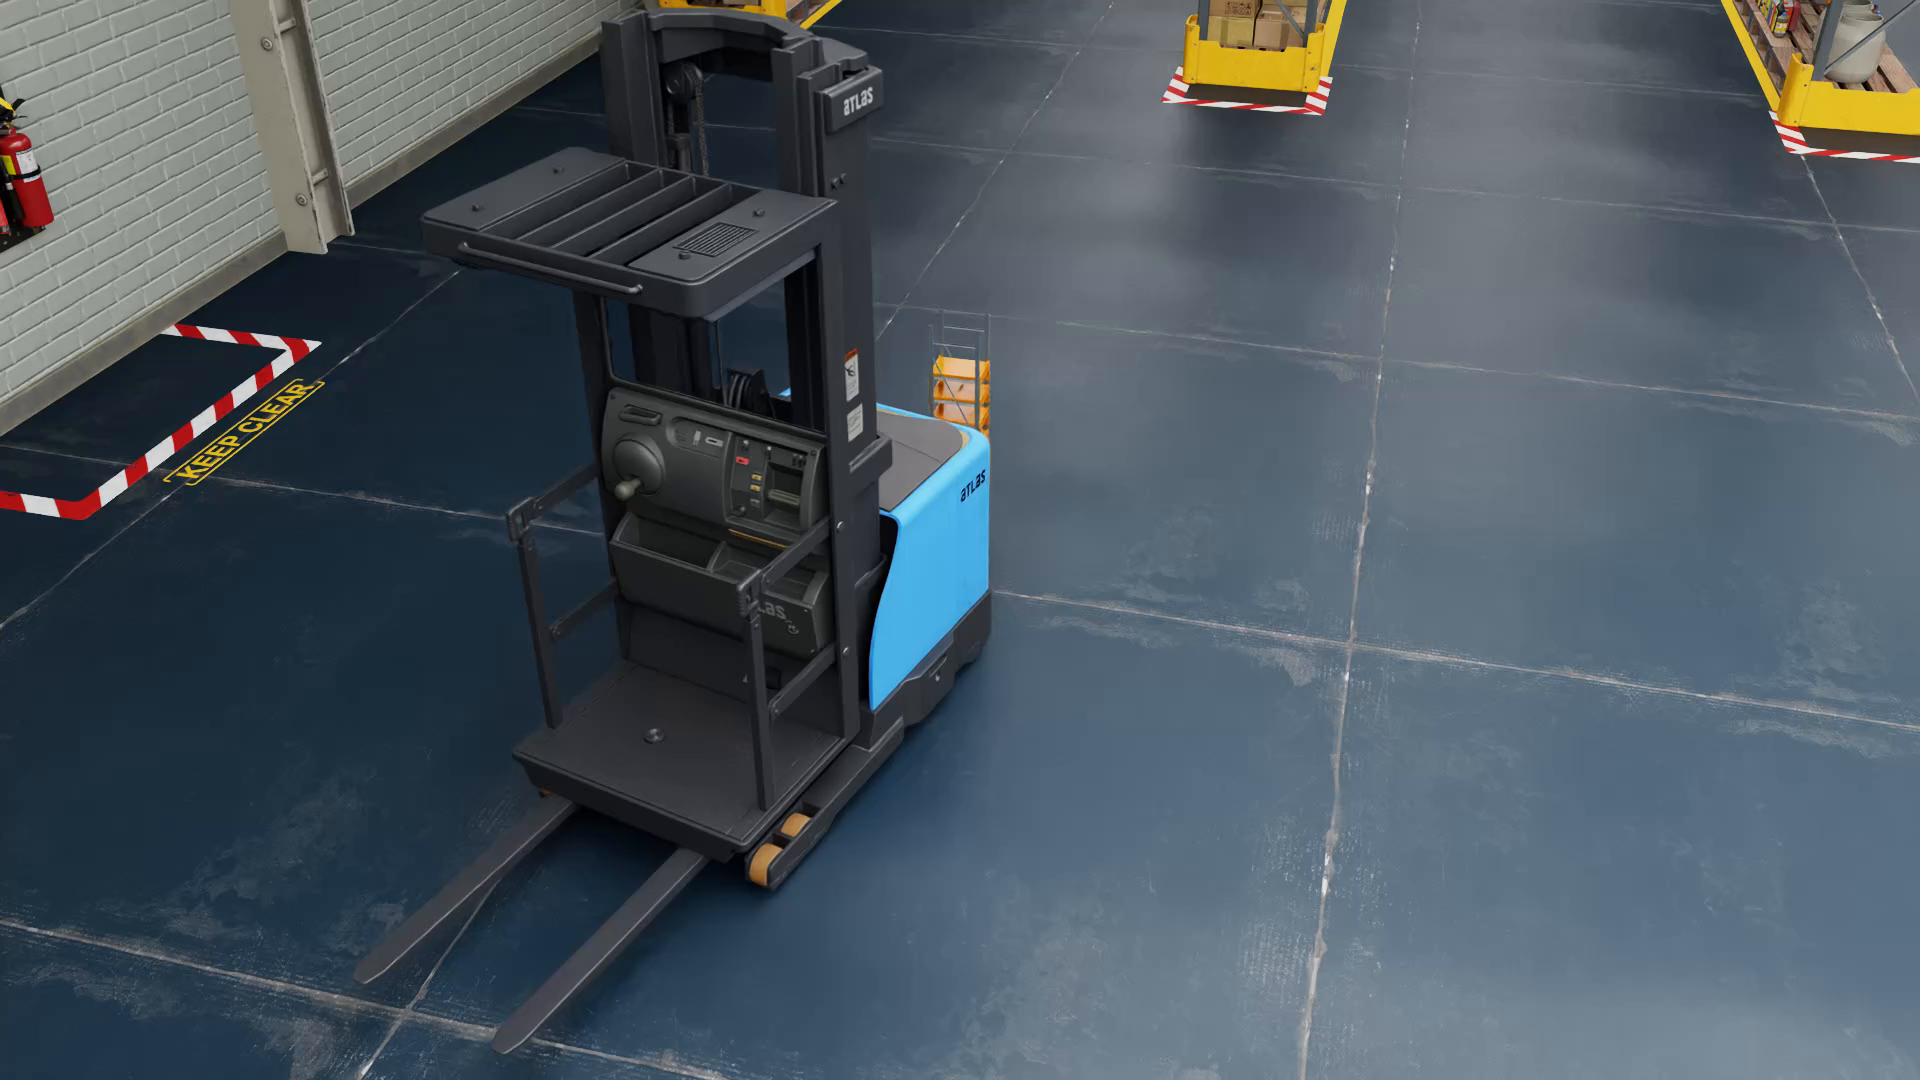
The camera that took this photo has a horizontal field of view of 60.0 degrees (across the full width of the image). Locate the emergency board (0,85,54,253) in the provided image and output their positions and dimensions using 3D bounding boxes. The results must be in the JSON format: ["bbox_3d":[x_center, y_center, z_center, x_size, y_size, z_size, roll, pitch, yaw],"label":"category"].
[{"bbox_3d":[-5.088,-2.054,8.685,0.194,1.169,0.643,8,33,12],"label":"emergency board"}]

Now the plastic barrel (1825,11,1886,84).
[{"bbox_3d":[7.433,-4.094,13.821,0.421,0.512,0.421,0,32,0],"label":"plastic barrel"}]

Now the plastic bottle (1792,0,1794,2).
[{"bbox_3d":[7.674,-4.924,15.398,0.097,0.201,0.097,0,32,0],"label":"plastic bottle"}]

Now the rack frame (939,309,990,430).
[{"bbox_3d":[0.020,-0.546,7.991,0.240,1.200,0.006,8,33,12],"label":"rack frame"}]

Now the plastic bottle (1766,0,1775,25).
[{"bbox_3d":[7.508,-4.863,15.232,0.152,0.276,0.135,7,33,11],"label":"plastic bottle"}]

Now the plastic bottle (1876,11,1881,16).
[{"bbox_3d":[8.102,-4.547,14.740,0.097,0.271,0.097,0,32,0],"label":"plastic bottle"}]

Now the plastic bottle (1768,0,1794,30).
[{"bbox_3d":[7.473,-4.791,15.119,0.152,0.276,0.135,8,33,13],"label":"plastic bottle"}]

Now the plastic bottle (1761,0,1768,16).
[{"bbox_3d":[7.593,-5.077,15.500,0.144,0.351,0.185,8,33,12],"label":"plastic bottle"}]

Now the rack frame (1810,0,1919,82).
[{"bbox_3d":[7.340,-4.615,12.713,1.000,3.000,0.127,8,33,12],"label":"rack frame"}]

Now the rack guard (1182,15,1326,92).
[{"bbox_3d":[2.544,-4.224,14.428,1.175,0.500,0.348,8,33,12],"label":"rack guard"}]

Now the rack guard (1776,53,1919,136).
[{"bbox_3d":[7.314,-3.606,13.456,1.175,0.500,0.348,8,33,12],"label":"rack guard"}]

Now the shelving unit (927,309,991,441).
[{"bbox_3d":[-0.004,-0.499,7.916,0.258,1.200,0.189,8,33,12],"label":"shelving unit"}]

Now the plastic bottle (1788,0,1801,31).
[{"bbox_3d":[7.576,-4.780,15.094,0.061,0.283,0.133,8,33,12],"label":"plastic bottle"}]

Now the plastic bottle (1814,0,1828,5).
[{"bbox_3d":[8.272,-5.261,15.858,0.152,0.276,0.135,8,33,12],"label":"plastic bottle"}]

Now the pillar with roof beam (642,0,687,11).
[{"bbox_3d":[1.262,-8.390,13.060,9.100,9.000,0.400,8,33,12],"label":"pillar with roof beam"}]

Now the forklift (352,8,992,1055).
[{"bbox_3d":[-1.010,-0.215,5.857,1.130,2.935,3.031,16,36,24],"label":"forklift"}]

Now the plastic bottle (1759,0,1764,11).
[{"bbox_3d":[7.607,-5.091,15.661,0.097,0.201,0.097,0,32,0],"label":"plastic bottle"}]

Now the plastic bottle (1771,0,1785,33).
[{"bbox_3d":[7.394,-4.730,15.016,0.061,0.283,0.133,9,33,14],"label":"plastic bottle"}]

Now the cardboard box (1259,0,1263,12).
[{"bbox_3d":[2.515,-4.888,15.314,0.500,0.250,0.500,8,33,12],"label":"cardboard box"}]

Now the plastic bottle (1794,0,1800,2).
[{"bbox_3d":[7.743,-5.039,15.509,0.152,0.276,0.135,8,33,12],"label":"plastic bottle"}]

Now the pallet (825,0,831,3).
[{"bbox_3d":[-1.671,-5.874,17.293,1.003,0.211,1.213,8,33,12],"label":"pallet"}]

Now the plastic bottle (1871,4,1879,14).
[{"bbox_3d":[8.177,-4.667,14.918,0.061,0.283,0.133,9,33,13],"label":"plastic bottle"}]

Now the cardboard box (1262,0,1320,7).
[{"bbox_3d":[3.026,-5.132,14.999,0.500,0.500,0.500,8,33,12],"label":"cardboard box"}]

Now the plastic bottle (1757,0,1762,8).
[{"bbox_3d":[7.619,-5.189,15.739,0.061,0.283,0.133,9,34,15],"label":"plastic bottle"}]

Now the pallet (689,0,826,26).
[{"bbox_3d":[-1.983,-5.243,16.301,1.003,0.211,1.213,8,33,12],"label":"pallet"}]

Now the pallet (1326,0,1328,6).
[{"bbox_3d":[3.323,-5.783,17.150,1.003,0.211,1.213,8,33,12],"label":"pallet"}]

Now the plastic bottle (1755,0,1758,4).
[{"bbox_3d":[7.701,-5.298,15.847,0.144,0.351,0.185,7,33,10],"label":"plastic bottle"}]

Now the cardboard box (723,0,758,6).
[{"bbox_3d":[-1.980,-5.361,15.984,0.500,0.311,0.500,4,33,7],"label":"cardboard box"}]

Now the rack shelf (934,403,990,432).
[{"bbox_3d":[-0.004,-0.563,7.876,0.258,0.103,0.180,8,33,12],"label":"rack shelf"}]

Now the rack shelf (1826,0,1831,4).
[{"bbox_3d":[7.848,-5.349,14.539,1.077,0.370,4.000,8,33,12],"label":"rack shelf"}]

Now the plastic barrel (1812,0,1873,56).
[{"bbox_3d":[7.560,-4.354,14.231,0.421,0.512,0.421,0,32,0],"label":"plastic barrel"}]

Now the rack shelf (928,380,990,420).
[{"bbox_3d":[-0.004,-0.664,7.811,0.258,0.103,0.180,8,33,12],"label":"rack shelf"}]

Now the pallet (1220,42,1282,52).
[{"bbox_3d":[2.703,-4.517,15.158,1.003,0.211,1.213,8,33,12],"label":"pallet"}]

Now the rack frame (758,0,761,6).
[{"bbox_3d":[-2.243,-5.964,14.835,1.000,3.000,0.127,8,33,12],"label":"rack frame"}]

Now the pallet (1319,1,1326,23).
[{"bbox_3d":[3.015,-5.148,16.151,1.003,0.211,1.213,8,33,12],"label":"pallet"}]

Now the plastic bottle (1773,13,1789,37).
[{"bbox_3d":[7.382,-4.632,14.939,0.097,0.201,0.097,0,32,0],"label":"plastic bottle"}]

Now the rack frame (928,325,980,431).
[{"bbox_3d":[-0.027,-0.451,7.842,0.240,1.200,0.006,8,33,12],"label":"rack frame"}]

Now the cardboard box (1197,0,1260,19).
[{"bbox_3d":[2.398,-4.943,14.702,0.500,0.500,0.500,8,33,12],"label":"cardboard box"}]

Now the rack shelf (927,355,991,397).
[{"bbox_3d":[-0.004,-0.765,7.747,0.258,0.103,0.180,8,33,12],"label":"rack shelf"}]

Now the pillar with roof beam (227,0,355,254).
[{"bbox_3d":[-0.260,-5.277,8.162,9.100,9.000,0.400,8,33,12],"label":"pillar with roof beam"}]

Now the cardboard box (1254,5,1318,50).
[{"bbox_3d":[2.901,-4.556,14.792,0.500,0.250,0.500,8,33,12],"label":"cardboard box"}]

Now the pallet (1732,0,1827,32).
[{"bbox_3d":[8.145,-5.171,16.187,1.003,0.211,1.213,8,33,12],"label":"pallet"}]

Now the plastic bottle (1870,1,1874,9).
[{"bbox_3d":[8.189,-4.725,15.020,0.097,0.271,0.097,0,32,0],"label":"plastic bottle"}]

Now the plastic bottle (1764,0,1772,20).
[{"bbox_3d":[7.546,-4.981,15.348,0.144,0.351,0.185,9,34,14],"label":"plastic bottle"}]

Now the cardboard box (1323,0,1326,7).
[{"bbox_3d":[3.283,-5.334,16.016,0.500,0.250,0.500,8,33,12],"label":"cardboard box"}]

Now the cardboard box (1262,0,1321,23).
[{"bbox_3d":[3.025,-4.816,15.201,0.500,0.250,0.500,8,33,12],"label":"cardboard box"}]

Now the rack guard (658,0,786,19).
[{"bbox_3d":[-2.223,-4.948,15.567,1.175,0.500,0.348,8,33,12],"label":"rack guard"}]

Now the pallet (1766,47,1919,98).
[{"bbox_3d":[7.525,-3.905,14.195,1.003,0.211,1.213,8,33,12],"label":"pallet"}]

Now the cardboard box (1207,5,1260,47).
[{"bbox_3d":[2.400,-4.626,14.903,0.500,0.250,0.500,8,33,12],"label":"cardboard box"}]

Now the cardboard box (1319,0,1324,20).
[{"bbox_3d":[3.152,-5.075,15.609,0.500,0.250,0.500,8,33,12],"label":"cardboard box"}]

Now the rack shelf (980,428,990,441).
[{"bbox_3d":[-0.004,-0.461,7.940,0.258,0.103,0.180,8,33,12],"label":"rack shelf"}]

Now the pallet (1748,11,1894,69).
[{"bbox_3d":[7.837,-4.536,15.188,1.003,0.211,1.213,8,33,12],"label":"pallet"}]

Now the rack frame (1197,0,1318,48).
[{"bbox_3d":[2.550,-5.291,13.777,1.000,3.000,0.127,8,33,12],"label":"rack frame"}]
